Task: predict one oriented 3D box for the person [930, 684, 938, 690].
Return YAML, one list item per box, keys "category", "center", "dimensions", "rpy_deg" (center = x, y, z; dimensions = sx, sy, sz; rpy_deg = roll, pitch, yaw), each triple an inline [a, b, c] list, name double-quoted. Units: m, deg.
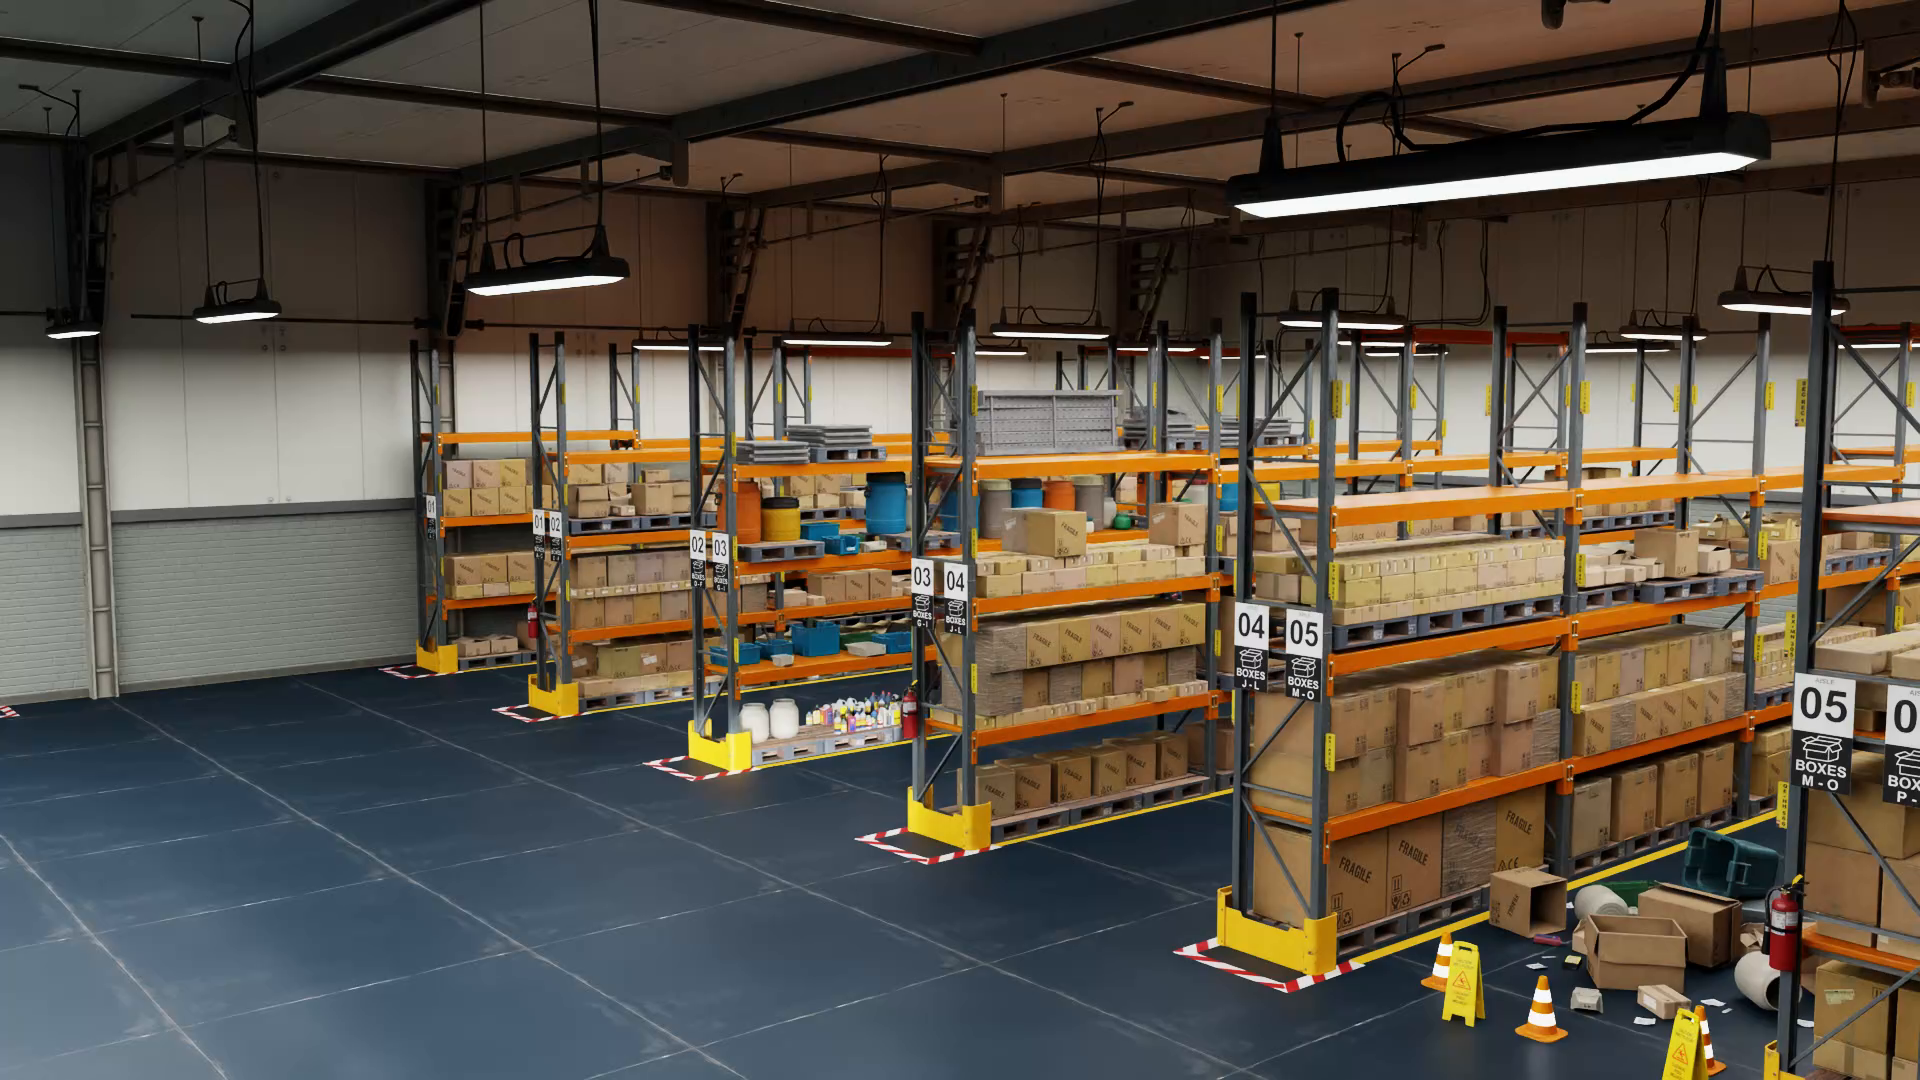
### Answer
- category: "person"
  center: [-0.176, 1.633, 26.655]
  dimensions: [0.947, 1.590, 0.557]
  rpy_deg: [4, 7, 38]
